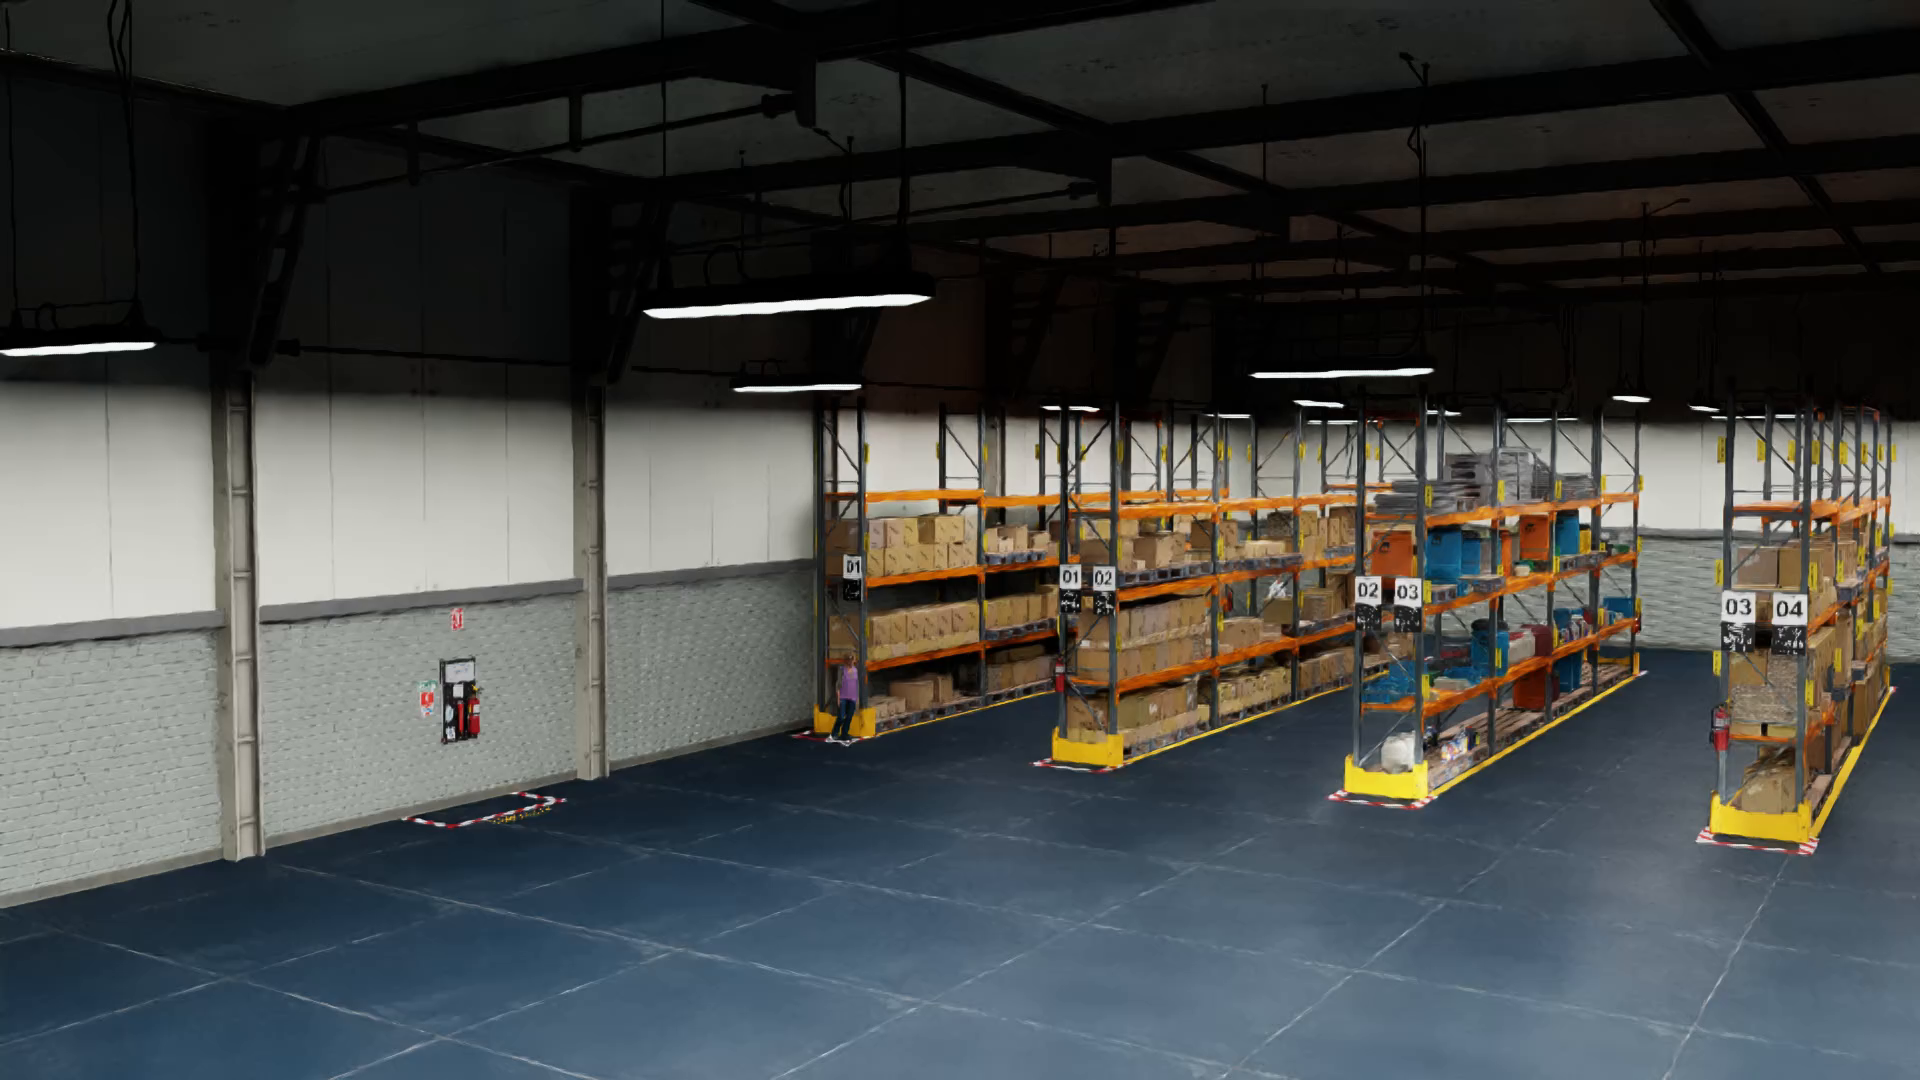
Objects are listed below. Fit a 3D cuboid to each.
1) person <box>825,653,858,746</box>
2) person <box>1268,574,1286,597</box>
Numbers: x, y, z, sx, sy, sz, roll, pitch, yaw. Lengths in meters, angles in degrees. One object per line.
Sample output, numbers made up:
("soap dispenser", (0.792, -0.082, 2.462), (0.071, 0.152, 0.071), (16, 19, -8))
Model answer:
("person", (-1.991, 2.711, 28.316), (0.574, 1.590, 0.428), (-2, 4, -34))
("person", (8.736, 1.747, 46.247), (0.654, 1.661, 0.502), (0, 3, -9))
